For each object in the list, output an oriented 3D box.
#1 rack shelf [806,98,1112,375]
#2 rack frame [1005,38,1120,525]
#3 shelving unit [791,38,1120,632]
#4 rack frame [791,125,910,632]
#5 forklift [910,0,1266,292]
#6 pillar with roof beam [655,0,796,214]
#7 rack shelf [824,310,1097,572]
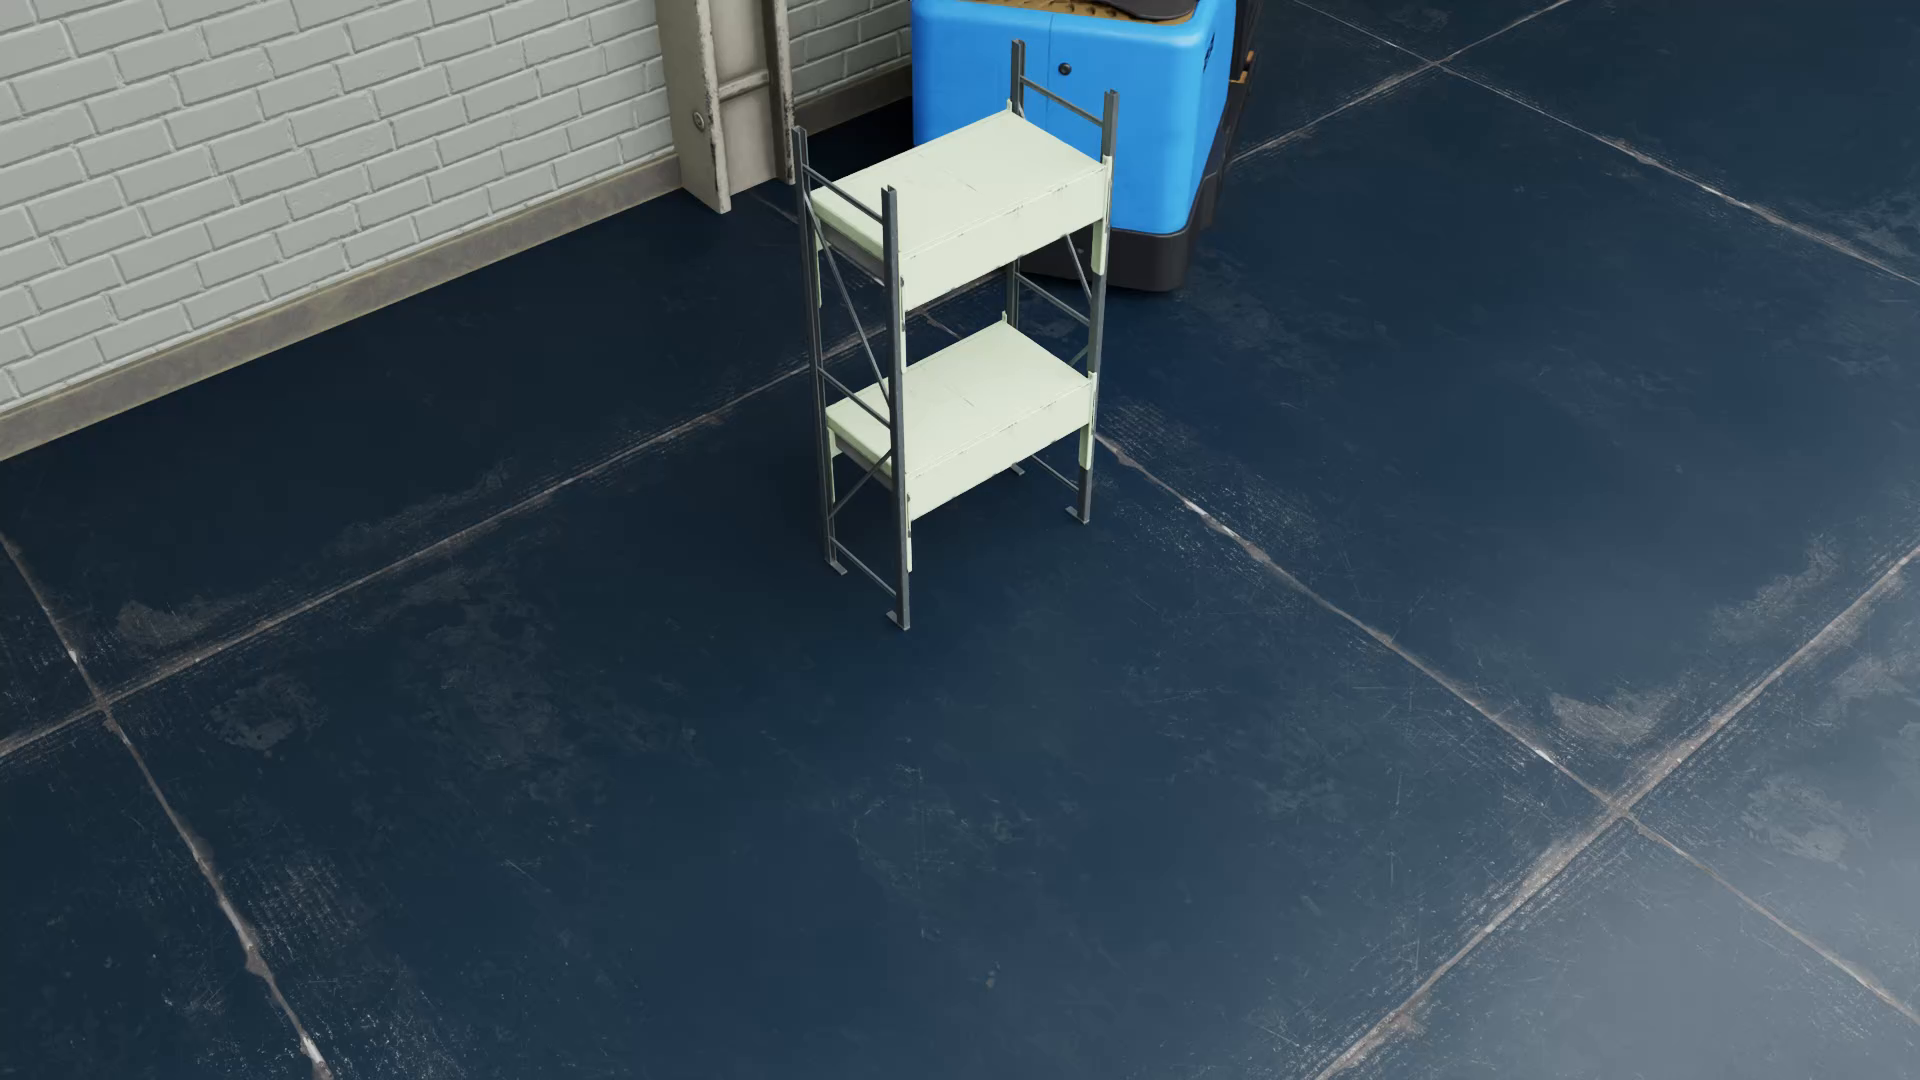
[{"bbox_3d":[-0.005,-0.828,4.466,0.720,0.370,0.431,-30,51,-28],"label":"rack shelf"},{"bbox_3d":[0.276,-0.705,4.905,0.023,1.500,0.400,-30,51,-28],"label":"rack frame"},{"bbox_3d":[-0.005,-0.544,4.733,0.755,1.500,0.431,-30,51,-28],"label":"shelving unit"},{"bbox_3d":[-0.286,-0.383,4.562,0.023,1.500,0.400,-30,51,-28],"label":"rack frame"},{"bbox_3d":[0.699,-3.005,6.309,1.130,2.935,3.031,11,44,11],"label":"forklift"},{"bbox_3d":[1.859,-2.487,1.325,0.400,9.000,9.100,-30,51,-28],"label":"pillar with roof beam"},{"bbox_3d":[-0.005,-0.306,4.957,0.720,0.370,0.431,-30,51,-28],"label":"rack shelf"}]
